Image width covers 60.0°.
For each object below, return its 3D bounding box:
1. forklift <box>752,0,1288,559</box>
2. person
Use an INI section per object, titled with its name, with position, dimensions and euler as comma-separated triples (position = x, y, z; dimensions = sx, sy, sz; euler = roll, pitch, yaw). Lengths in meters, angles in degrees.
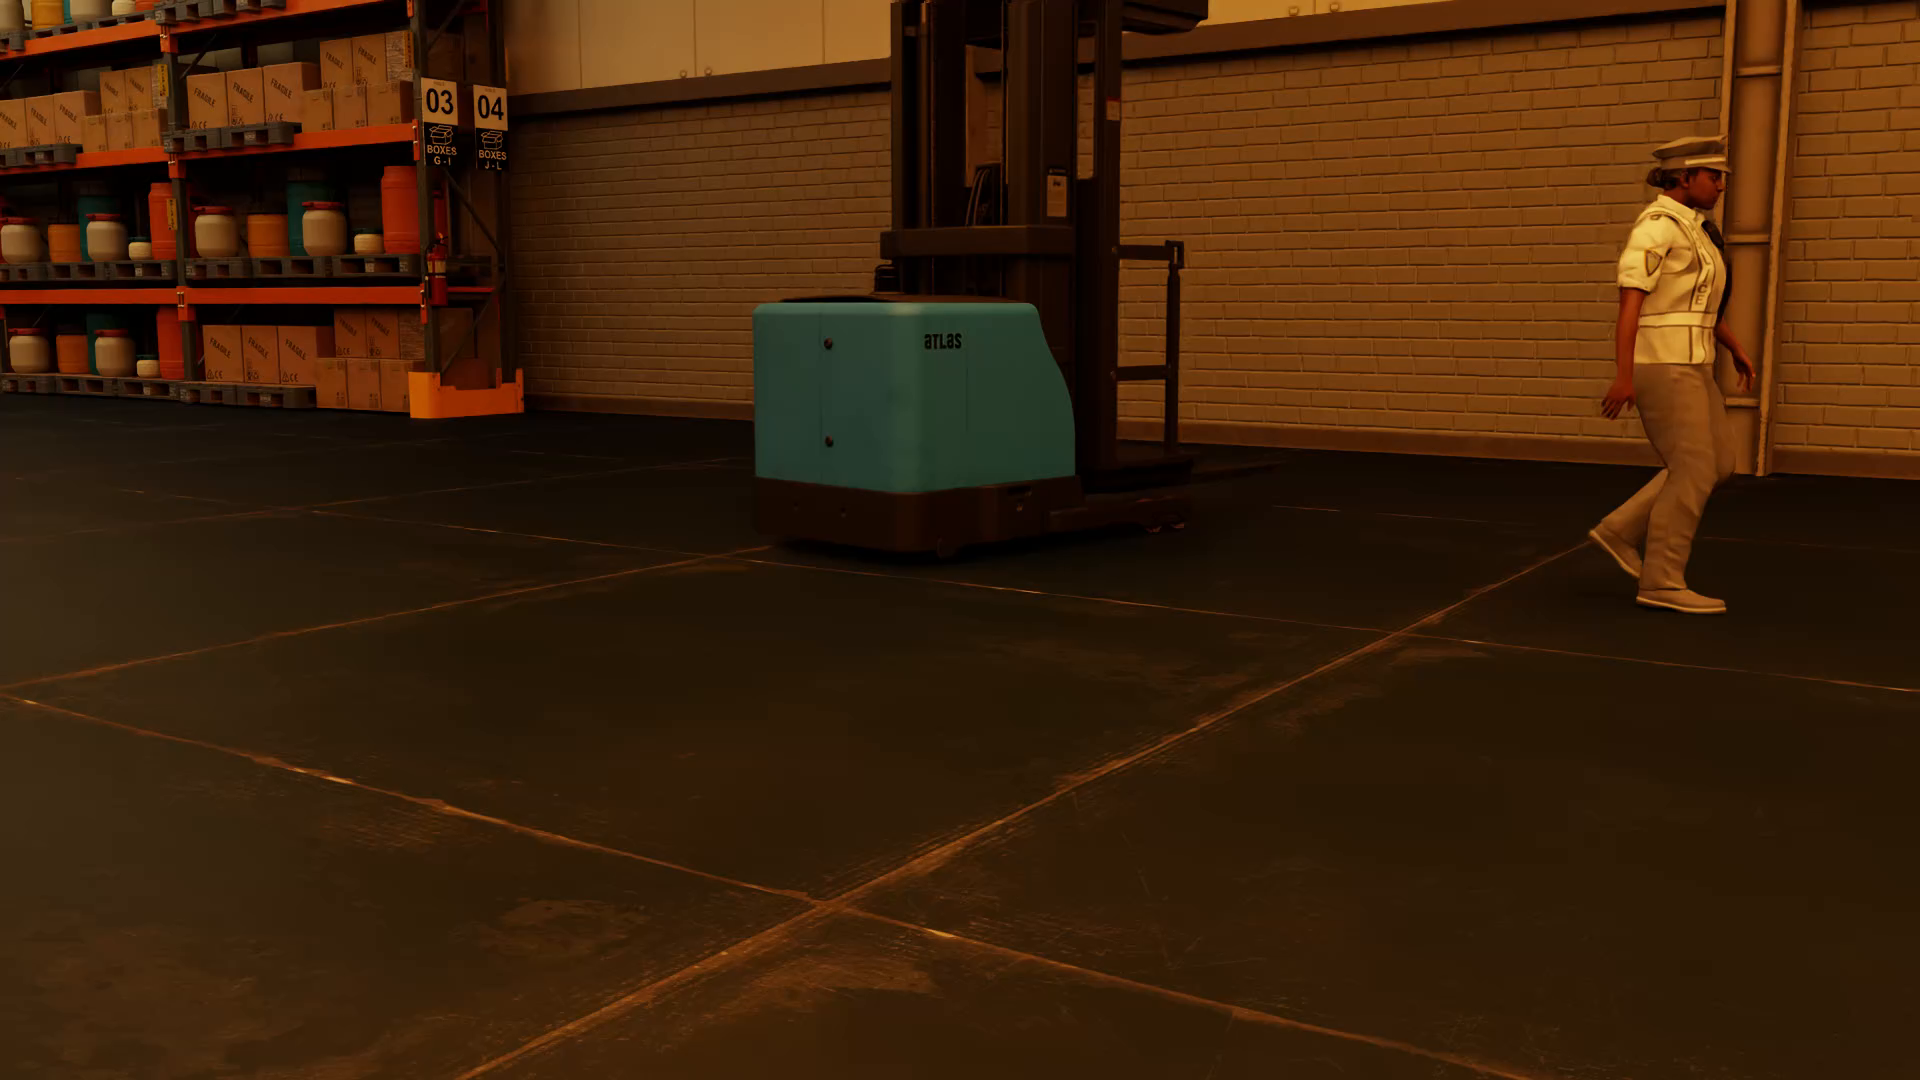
[forklift]
position = 0.467, -1.527, 7.931
dimensions = 1.130, 2.935, 3.031
euler = 8, 11, 44
[person]
position = 2.499, -0.579, 5.854
dimensions = 0.499, 1.647, 0.674
euler = 5, 9, 30
